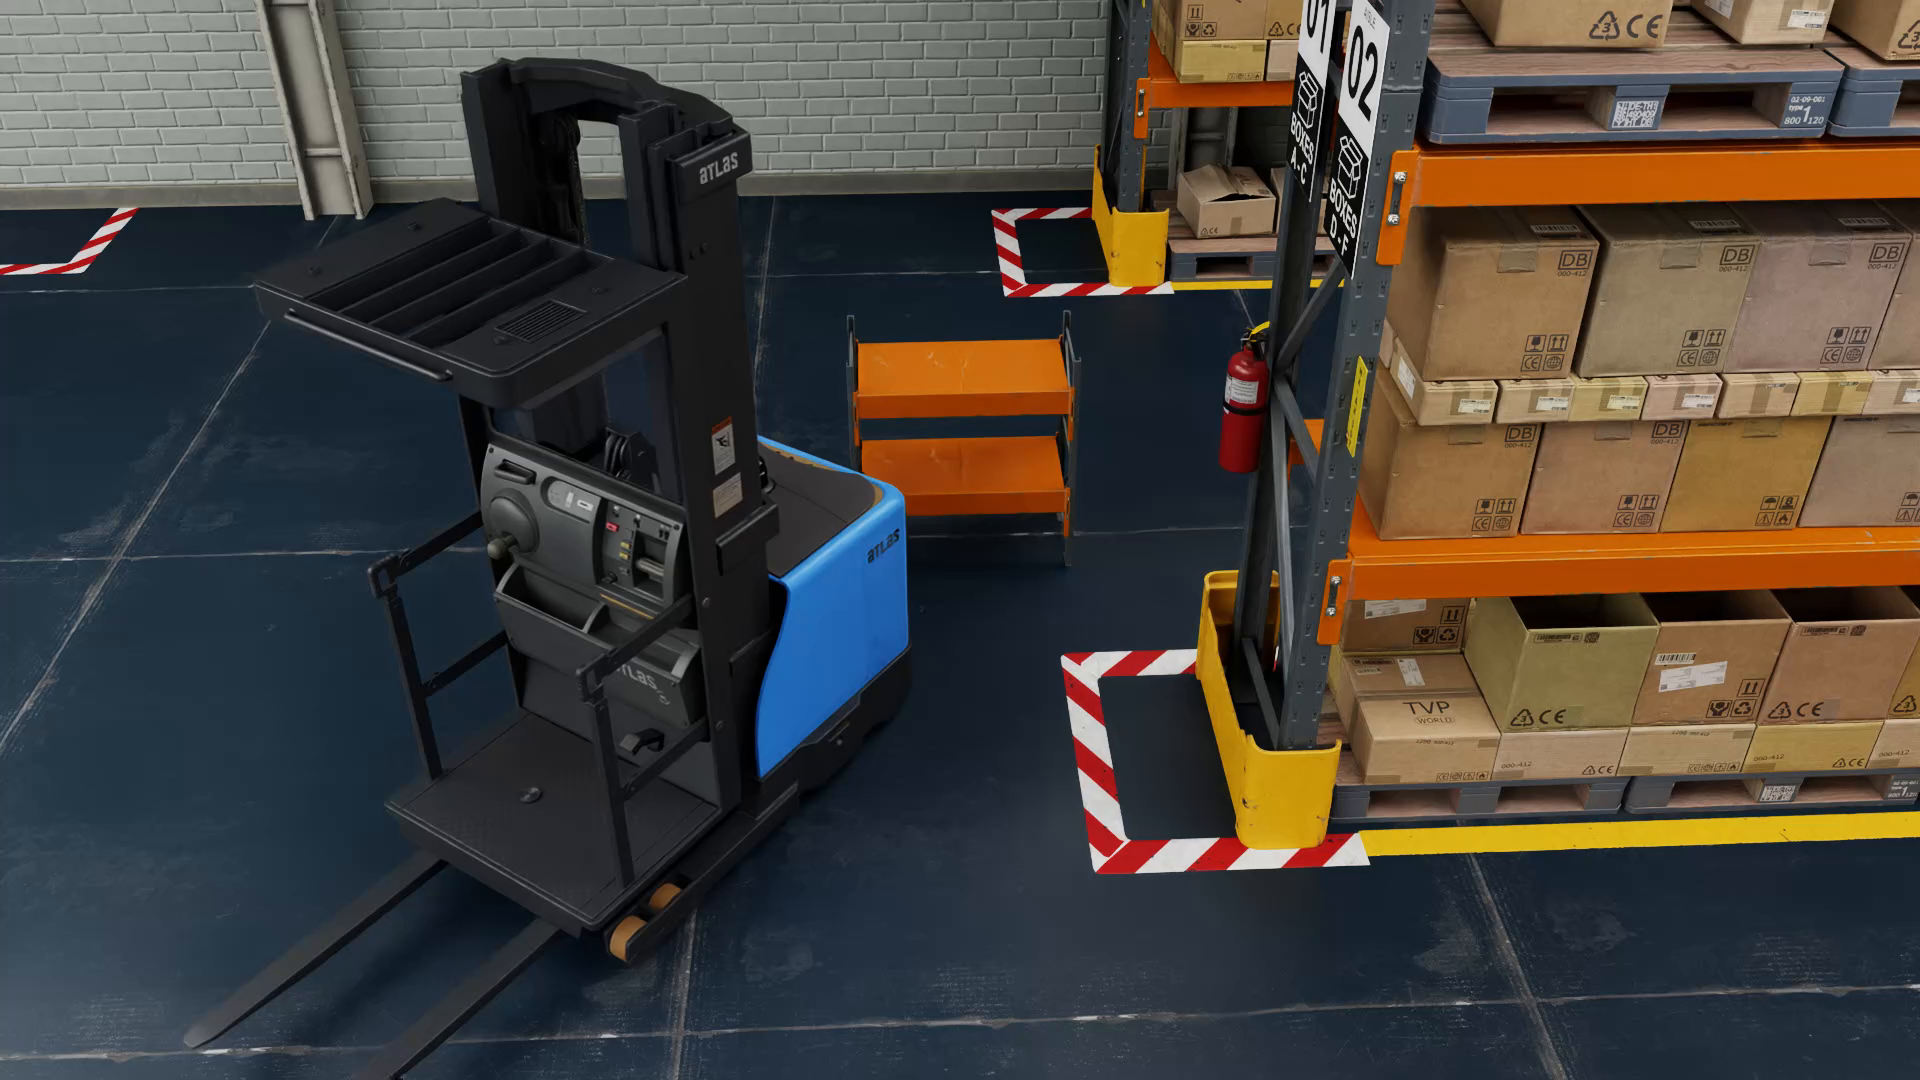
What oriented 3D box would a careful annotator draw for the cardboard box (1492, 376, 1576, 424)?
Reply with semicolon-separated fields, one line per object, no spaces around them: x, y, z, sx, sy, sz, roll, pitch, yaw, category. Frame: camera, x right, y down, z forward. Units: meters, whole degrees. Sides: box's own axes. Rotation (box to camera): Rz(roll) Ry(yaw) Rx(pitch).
1.934;-0.564;5.771;0.250;0.149;0.380;-2;35;-3;cardboard box

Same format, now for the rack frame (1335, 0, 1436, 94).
1.268;-2.826;4.426;0.127;3.000;1.000;-2;35;-2;rack frame

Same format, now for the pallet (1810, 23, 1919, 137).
3.198;-1.595;5.361;1.213;0.211;1.003;-2;35;-2;pallet

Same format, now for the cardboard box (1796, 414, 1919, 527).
3.282;-0.449;6.175;0.500;0.500;0.700;-1;35;-1;cardboard box

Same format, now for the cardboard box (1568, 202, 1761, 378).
2.313;-0.958;5.770;0.500;0.500;0.700;-2;35;-3;cardboard box

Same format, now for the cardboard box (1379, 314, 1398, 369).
1.641;-0.785;6.091;0.250;0.149;0.380;-2;35;-3;cardboard box

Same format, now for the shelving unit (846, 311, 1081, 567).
0.007;-0.463;7.930;1.048;1.125;0.538;-2;35;-2;shelving unit

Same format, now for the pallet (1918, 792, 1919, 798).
4.468;0.677;7.086;1.213;0.211;1.003;-2;35;-2;pallet

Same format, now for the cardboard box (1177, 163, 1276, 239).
1.726;-2.218;10.795;0.500;0.311;0.500;-5;35;-8;cardboard box

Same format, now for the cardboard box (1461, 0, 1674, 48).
1.843;-1.878;5.109;0.637;0.503;0.797;1;35;1;cardboard box

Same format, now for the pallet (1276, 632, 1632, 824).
2.030;0.743;6.991;1.213;0.211;1.003;-2;35;-2;pallet

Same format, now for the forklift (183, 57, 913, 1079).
-1.442;0.017;5.650;1.130;2.935;3.031;21;40;27;forklift

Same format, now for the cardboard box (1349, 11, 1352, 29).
2.532;-3.290;9.823;0.500;0.500;0.500;-3;35;-4;cardboard box

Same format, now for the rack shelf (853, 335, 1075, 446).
0.007;-0.703;7.764;1.000;0.278;0.538;-2;35;-2;rack shelf

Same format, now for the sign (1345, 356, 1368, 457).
1.289;-0.432;5.408;0.005;0.325;0.100;-2;35;-2;sign

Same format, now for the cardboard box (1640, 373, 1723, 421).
2.436;-0.575;5.787;0.250;0.149;0.380;-2;35;-3;cardboard box

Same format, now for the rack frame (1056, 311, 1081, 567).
0.515;-0.476;7.950;0.032;1.125;0.500;-2;35;-2;rack frame

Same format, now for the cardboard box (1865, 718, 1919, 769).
3.812;0.658;6.711;0.500;0.250;0.500;-2;35;-2;cardboard box

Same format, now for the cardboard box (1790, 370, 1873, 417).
2.957;-0.591;5.810;0.250;0.149;0.380;-2;35;-3;cardboard box

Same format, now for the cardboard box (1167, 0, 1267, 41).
1.521;-3.272;9.797;0.500;0.500;0.500;-1;35;-2;cardboard box

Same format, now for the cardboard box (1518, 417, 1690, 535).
2.260;-0.422;6.137;0.500;0.500;0.700;-1;35;-1;cardboard box

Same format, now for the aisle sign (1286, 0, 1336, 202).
1.189;-1.593;5.632;0.004;0.787;0.394;-2;35;-2;aisle sign

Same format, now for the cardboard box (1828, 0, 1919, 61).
2.940;-1.753;4.932;0.500;0.500;0.500;-2;35;-2;cardboard box

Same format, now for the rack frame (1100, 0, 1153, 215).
1.030;-3.175;10.202;0.127;3.000;1.000;-2;35;-2;rack frame

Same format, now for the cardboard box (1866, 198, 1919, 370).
3.317;-0.985;5.810;0.500;0.500;0.700;-2;35;-2;cardboard box

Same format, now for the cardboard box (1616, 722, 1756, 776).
2.813;0.682;6.676;0.500;0.250;0.500;-2;35;-2;cardboard box

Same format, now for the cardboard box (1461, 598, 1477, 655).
2.289;0.396;7.089;0.500;0.250;0.500;-2;35;-2;cardboard box

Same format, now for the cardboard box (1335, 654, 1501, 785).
1.815;0.711;6.634;0.500;0.250;0.500;-2;35;-2;cardboard box

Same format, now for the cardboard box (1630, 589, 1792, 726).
2.813;0.367;6.472;0.500;0.500;0.500;-2;35;-2;cardboard box

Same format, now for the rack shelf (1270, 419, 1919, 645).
3.266;-0.117;6.415;4.000;0.370;1.077;-2;35;-2;rack shelf

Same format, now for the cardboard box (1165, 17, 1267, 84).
1.533;-2.954;9.997;0.500;0.250;0.500;-3;35;-4;cardboard box

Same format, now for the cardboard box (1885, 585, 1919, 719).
3.812;0.342;6.508;0.500;0.500;0.500;-2;35;-2;cardboard box

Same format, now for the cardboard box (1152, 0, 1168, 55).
1.488;-3.244;10.416;0.500;0.250;0.500;-1;35;-2;cardboard box

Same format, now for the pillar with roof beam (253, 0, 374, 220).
-4.101;-3.543;5.463;0.400;9.000;9.100;-2;35;-2;pillar with roof beam

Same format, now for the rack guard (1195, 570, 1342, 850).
1.244;0.669;6.843;0.348;0.500;1.175;-2;35;-2;rack guard
